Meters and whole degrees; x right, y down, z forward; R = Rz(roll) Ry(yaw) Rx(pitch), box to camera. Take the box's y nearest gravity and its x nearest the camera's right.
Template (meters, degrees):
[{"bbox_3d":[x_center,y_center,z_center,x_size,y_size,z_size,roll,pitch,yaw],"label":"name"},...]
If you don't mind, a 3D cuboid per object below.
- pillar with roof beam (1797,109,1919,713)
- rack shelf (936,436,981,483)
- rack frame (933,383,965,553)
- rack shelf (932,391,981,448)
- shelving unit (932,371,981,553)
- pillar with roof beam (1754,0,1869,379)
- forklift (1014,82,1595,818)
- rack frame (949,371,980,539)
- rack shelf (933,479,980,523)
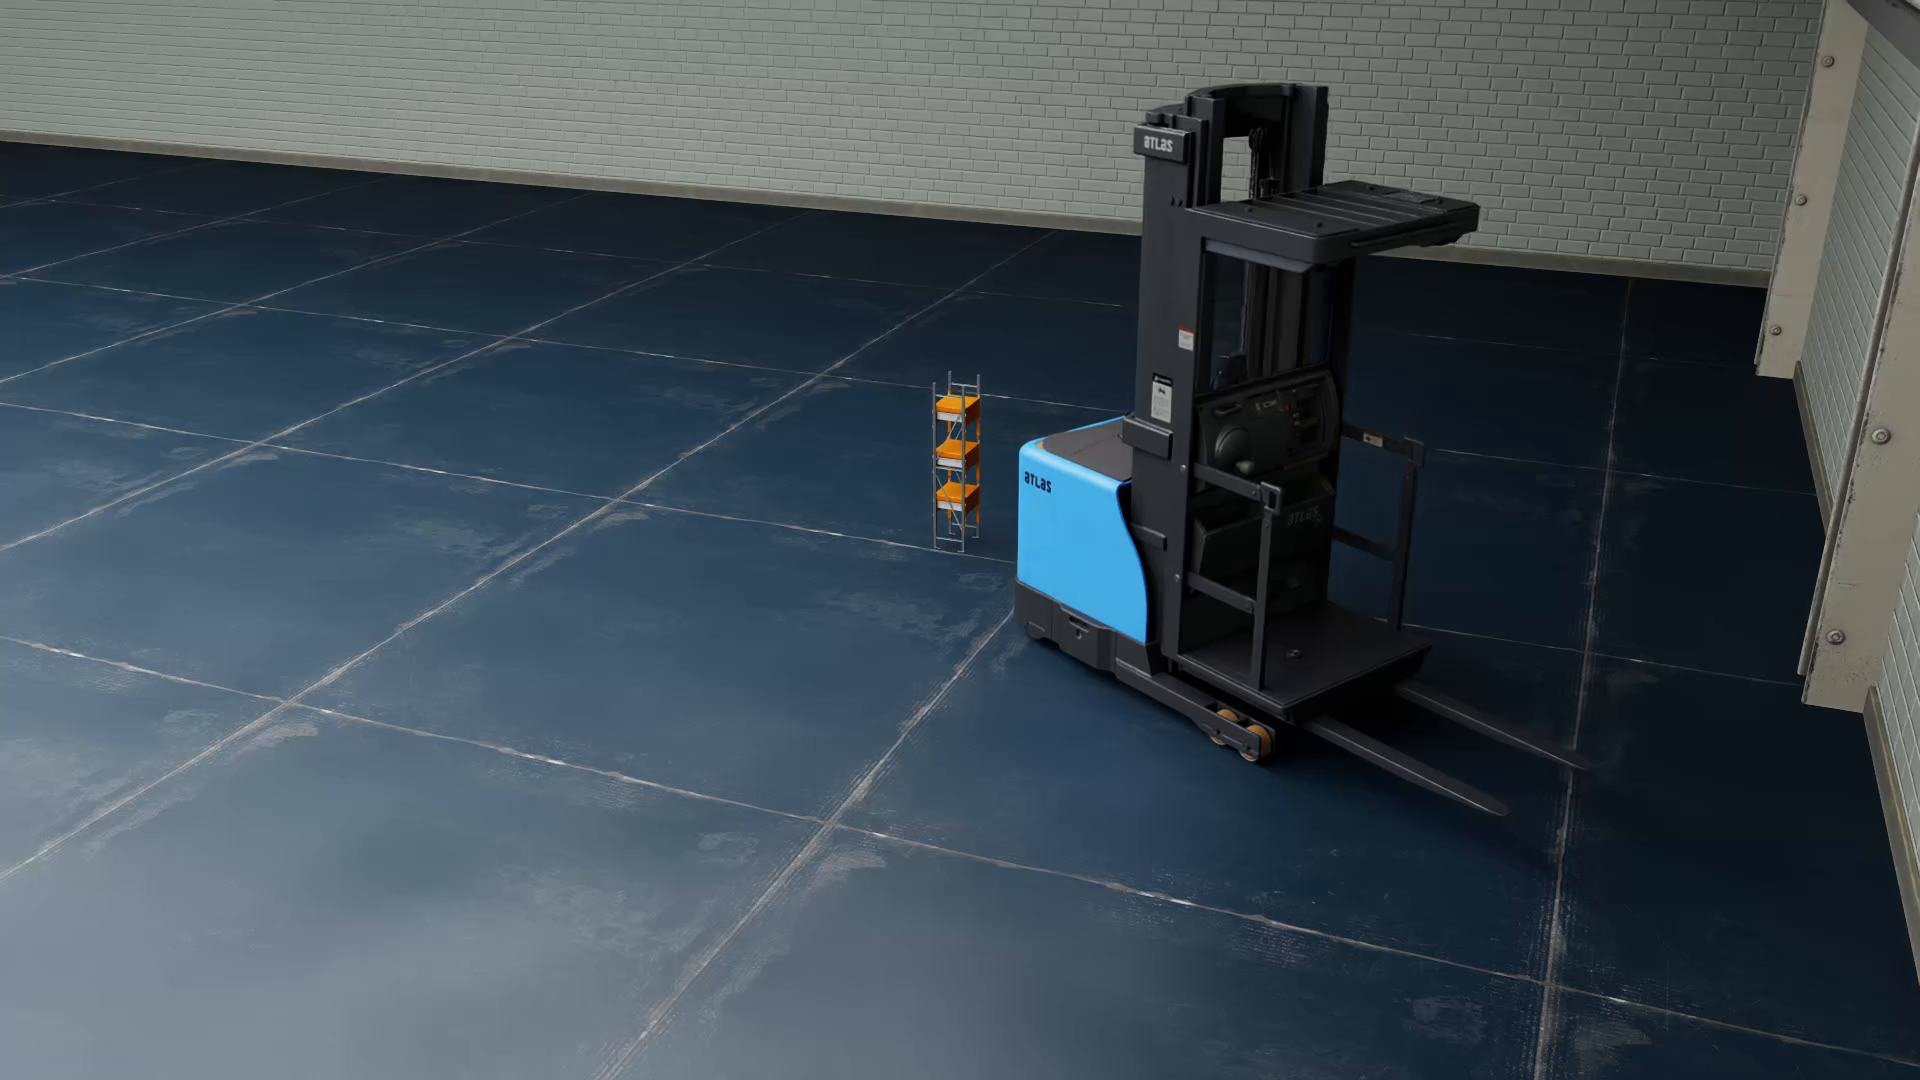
[{"bbox_3d":[0.423,-4.003,8.157,9.100,9.000,0.400,9,24,20],"label":"pillar with roof beam"},{"bbox_3d":[-0.020,-0.456,10.006,0.215,0.259,0.240,9,24,20],"label":"rack shelf"},{"bbox_3d":[-0.065,-0.422,9.897,0.200,1.050,0.008,9,24,20],"label":"rack frame"},{"bbox_3d":[-0.020,-0.717,9.897,0.215,0.259,0.240,9,24,20],"label":"rack shelf"},{"bbox_3d":[-0.020,-0.465,10.002,0.215,1.050,0.252,9,24,20],"label":"shelving unit"},{"bbox_3d":[2.652,-6.150,13.298,9.100,9.000,0.400,9,24,20],"label":"pillar with roof beam"},{"bbox_3d":[1.596,-0.534,7.726,1.130,2.935,3.031,-17,28,-35],"label":"forklift"},{"bbox_3d":[0.025,-0.509,10.106,0.200,1.050,0.008,9,24,20],"label":"rack frame"},{"bbox_3d":[-0.020,-0.199,10.113,0.215,0.259,0.240,9,24,20],"label":"rack shelf"}]
